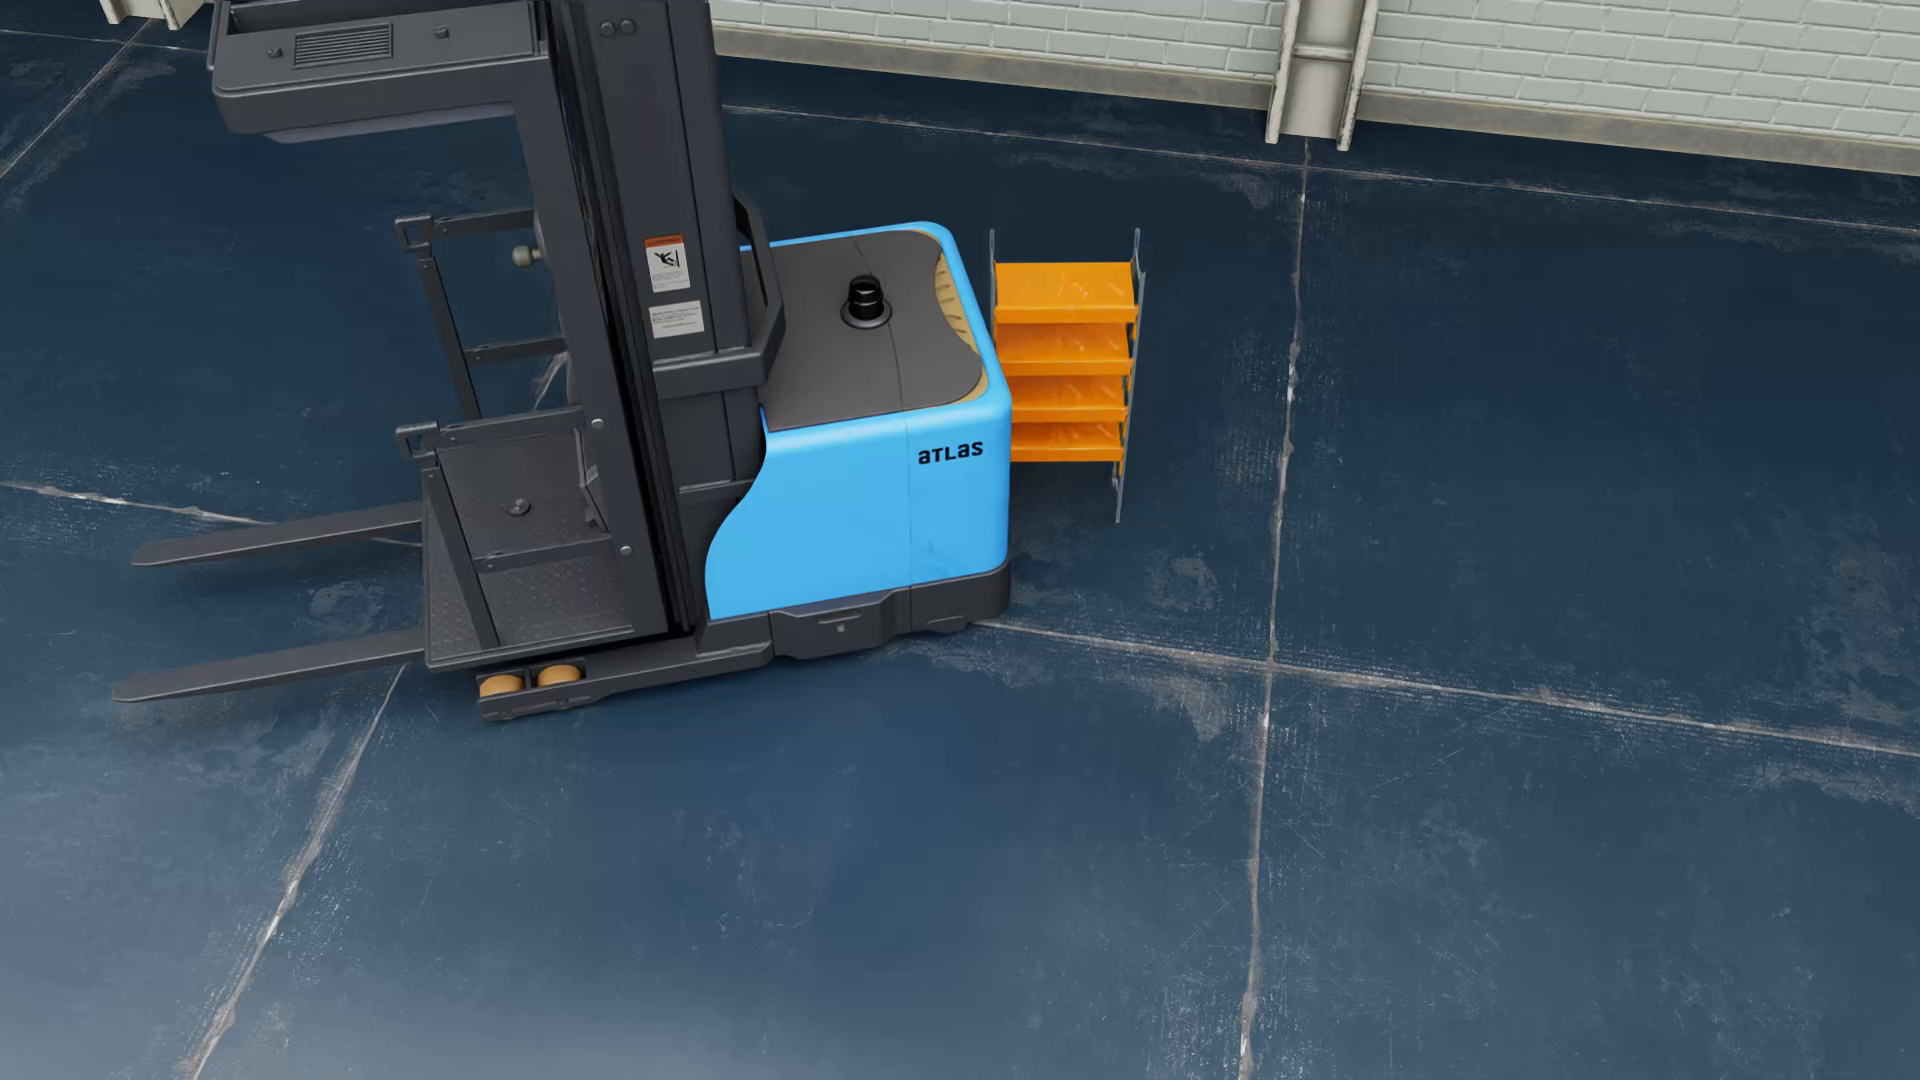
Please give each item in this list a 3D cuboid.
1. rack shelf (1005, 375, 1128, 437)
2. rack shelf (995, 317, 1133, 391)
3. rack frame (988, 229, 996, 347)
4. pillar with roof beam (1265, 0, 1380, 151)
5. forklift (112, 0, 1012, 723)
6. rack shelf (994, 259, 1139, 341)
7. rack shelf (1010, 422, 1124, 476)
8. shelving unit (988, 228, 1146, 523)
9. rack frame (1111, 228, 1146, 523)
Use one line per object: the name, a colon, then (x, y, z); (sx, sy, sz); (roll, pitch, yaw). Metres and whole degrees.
rack shelf: (0.352, -0.508, 5.990); (0.480, 0.148, 0.258); (0, 48, 0)
rack shelf: (0.352, -0.658, 5.824); (0.480, 0.148, 0.258); (0, 48, 0)
rack frame: (0.108, -0.551, 5.939); (0.015, 1.200, 0.240); (0, 48, 0)
pillar with roof beam: (0.917, -1.846, 1.859); (0.400, 9.000, 9.100); (8, 49, 7)
forklift: (-1.394, -0.798, 4.996); (3.031, 2.935, 1.130); (-10, 49, -9)
rack shelf: (0.352, -0.816, 5.648); (0.480, 0.148, 0.258); (0, 48, 0)
rack shelf: (0.352, -0.375, 6.138); (0.480, 0.148, 0.258); (0, 48, 0)
shelving unit: (0.352, -0.553, 5.940); (0.503, 1.200, 0.258); (0, 48, 0)
rack frame: (0.596, -0.555, 5.942); (0.015, 1.200, 0.240); (0, 48, 0)
